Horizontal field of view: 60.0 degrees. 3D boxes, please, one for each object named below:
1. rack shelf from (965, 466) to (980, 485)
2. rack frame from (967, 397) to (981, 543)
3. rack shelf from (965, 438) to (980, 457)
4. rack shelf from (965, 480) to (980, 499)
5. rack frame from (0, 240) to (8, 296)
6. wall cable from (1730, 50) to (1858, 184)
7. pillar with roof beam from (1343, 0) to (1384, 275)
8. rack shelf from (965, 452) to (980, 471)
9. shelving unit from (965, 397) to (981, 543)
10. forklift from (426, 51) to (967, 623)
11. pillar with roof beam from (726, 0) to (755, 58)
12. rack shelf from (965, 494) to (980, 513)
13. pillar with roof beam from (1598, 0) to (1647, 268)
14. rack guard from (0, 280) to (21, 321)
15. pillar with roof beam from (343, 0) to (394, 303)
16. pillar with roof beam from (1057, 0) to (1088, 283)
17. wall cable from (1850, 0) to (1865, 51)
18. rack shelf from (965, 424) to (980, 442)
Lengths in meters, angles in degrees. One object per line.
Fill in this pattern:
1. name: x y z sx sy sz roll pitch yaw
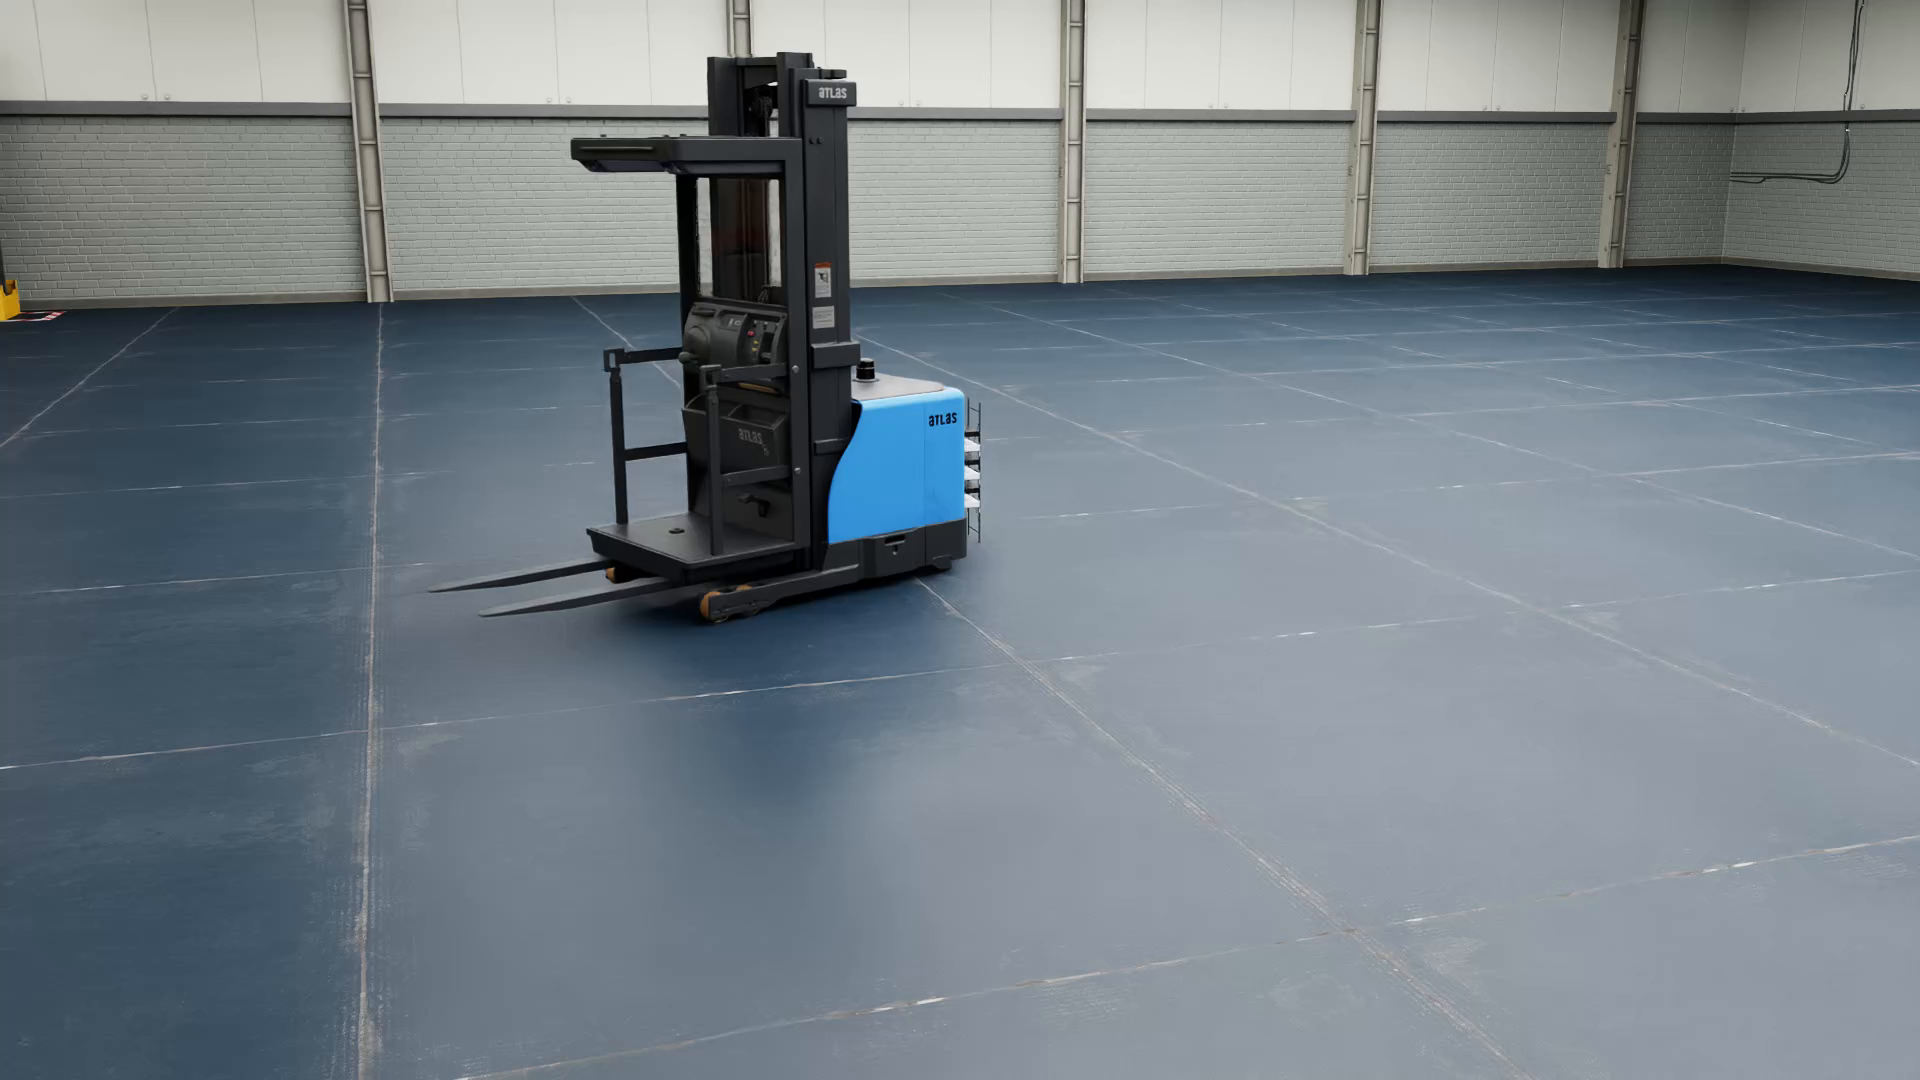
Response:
1. rack shelf: -0.008 -0.405 10.544 0.200 0.077 0.258 -4 14 -18
2. rack frame: 0.089 -0.445 10.568 0.006 0.900 0.240 -4 14 -18
3. rack shelf: -0.008 -0.580 10.502 0.200 0.077 0.258 -4 14 -18
4. rack shelf: -0.008 -0.317 10.565 0.200 0.077 0.258 -4 14 -18
5. rack frame: -14.088 -4.723 24.016 0.127 3.000 1.000 -4 14 -18
6. wall cable: 16.611 -8.419 33.300 0.112 2.526 3.097 -4 14 -18
7. pillar with roof beam: 9.084 -8.615 27.414 0.400 9.000 9.100 -4 14 -18
8. rack shelf: -0.008 -0.492 10.523 0.200 0.077 0.258 -4 14 -18
9. shelving unit: -0.008 -0.437 10.536 0.210 0.900 0.258 -4 14 -18
10. forklift: -1.403 -1.125 9.037 3.031 2.935 1.130 -11 17 -39
11. pillar with roof beam: -2.289 -7.729 23.691 0.400 9.000 9.100 -4 14 -18
12. rack shelf: -0.008 -0.230 10.586 0.200 0.077 0.258 -4 14 -18
13. pillar with roof beam: 14.771 -9.058 29.276 0.400 9.000 9.100 -4 14 -18
14. rack guard: -14.066 -3.509 24.313 0.348 0.500 1.175 -4 14 -18
15. pillar with roof beam: -7.976 -7.286 21.829 0.400 9.000 9.100 -4 14 -18
16. pillar with roof beam: 3.397 -8.172 25.553 0.400 9.000 9.100 -4 14 -18
17. wall cable: 17.474 -10.282 30.221 0.112 2.526 3.097 -4 14 -18
18. rack shelf: -0.008 -0.667 10.481 0.200 0.077 0.258 -4 14 -18
